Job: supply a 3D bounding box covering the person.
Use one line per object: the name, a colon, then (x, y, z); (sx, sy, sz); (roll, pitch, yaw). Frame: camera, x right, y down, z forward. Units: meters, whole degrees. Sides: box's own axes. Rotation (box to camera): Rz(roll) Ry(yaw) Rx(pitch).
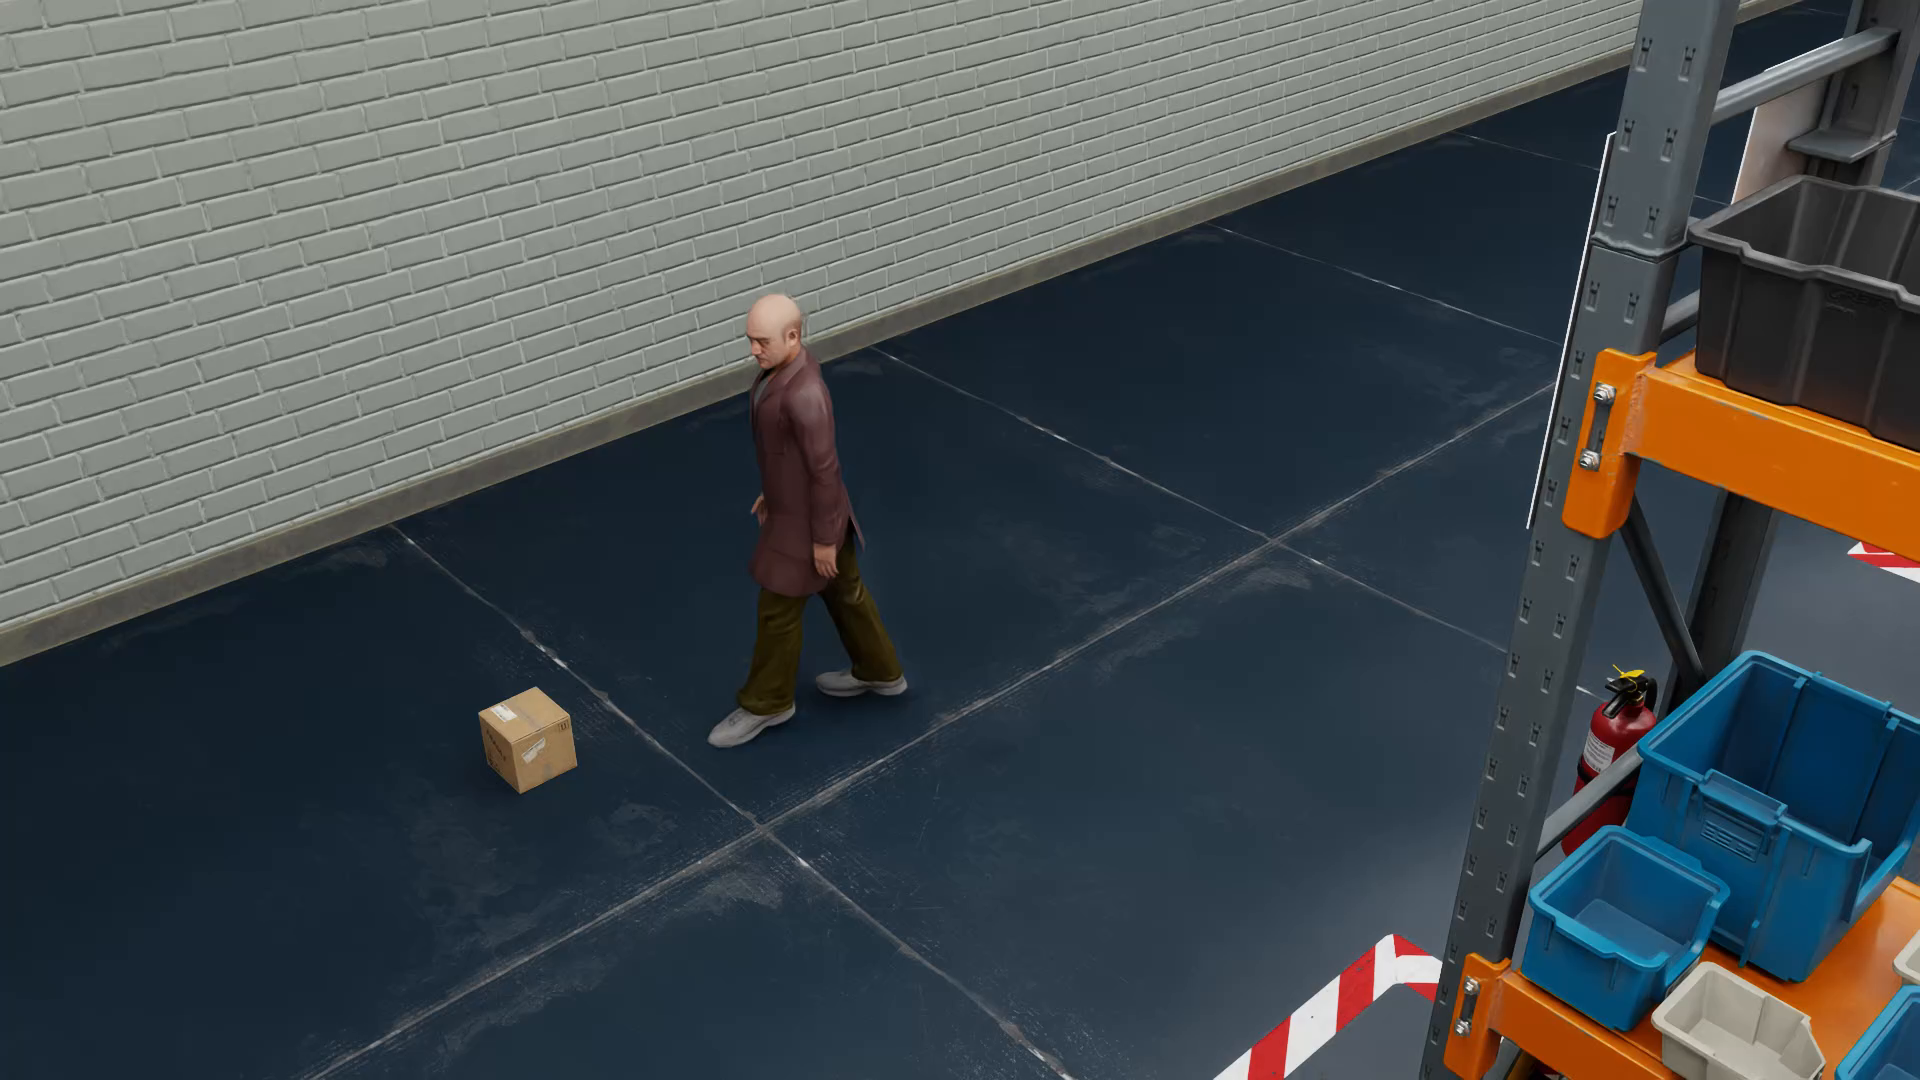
person: (-0.611, -0.083, 6.279); (0.801, 1.791, 0.599); (-3, 31, -5)
